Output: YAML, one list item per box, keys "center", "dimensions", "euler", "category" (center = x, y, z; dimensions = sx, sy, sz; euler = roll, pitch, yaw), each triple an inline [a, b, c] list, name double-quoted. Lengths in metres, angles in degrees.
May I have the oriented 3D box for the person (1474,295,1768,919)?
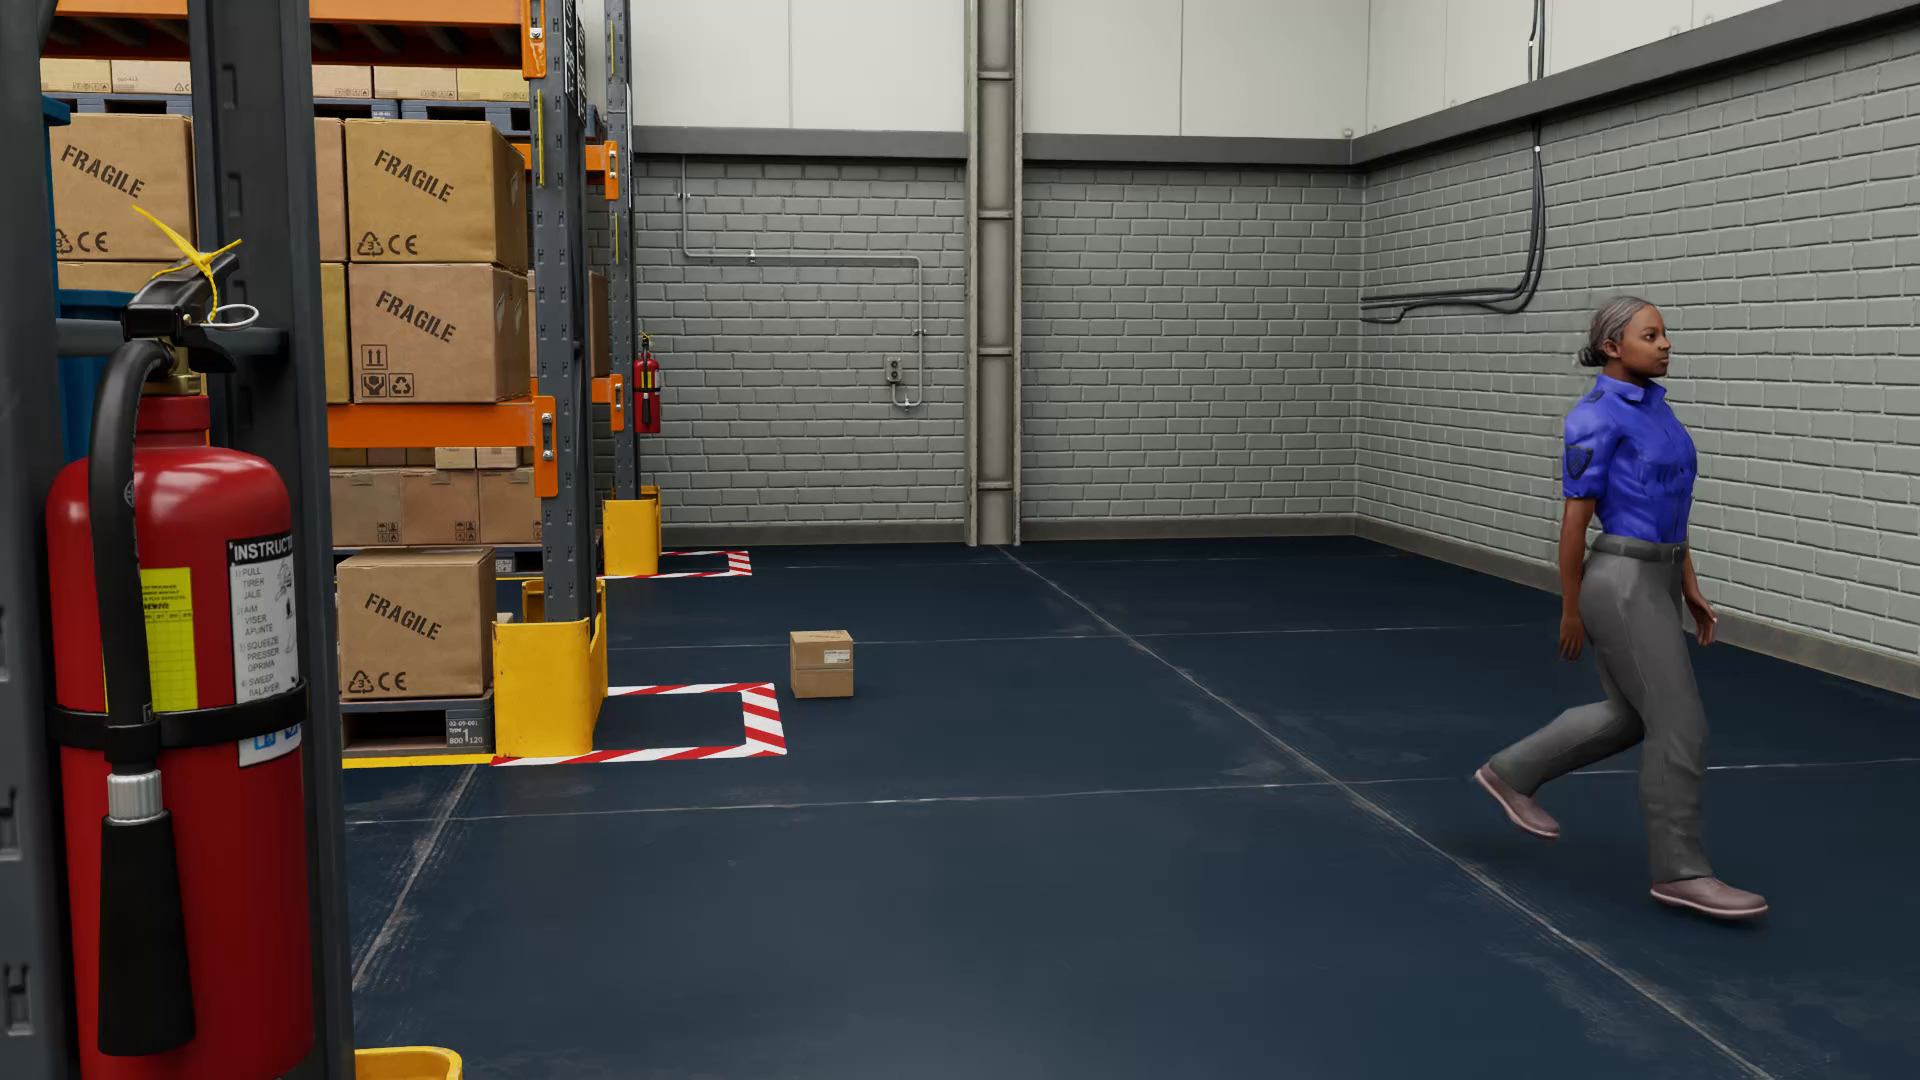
- center: [1.822, 0.143, 4.576]
  dimensions: [0.886, 1.616, 0.443]
  euler: [6, 9, 42]
  category: "person"
